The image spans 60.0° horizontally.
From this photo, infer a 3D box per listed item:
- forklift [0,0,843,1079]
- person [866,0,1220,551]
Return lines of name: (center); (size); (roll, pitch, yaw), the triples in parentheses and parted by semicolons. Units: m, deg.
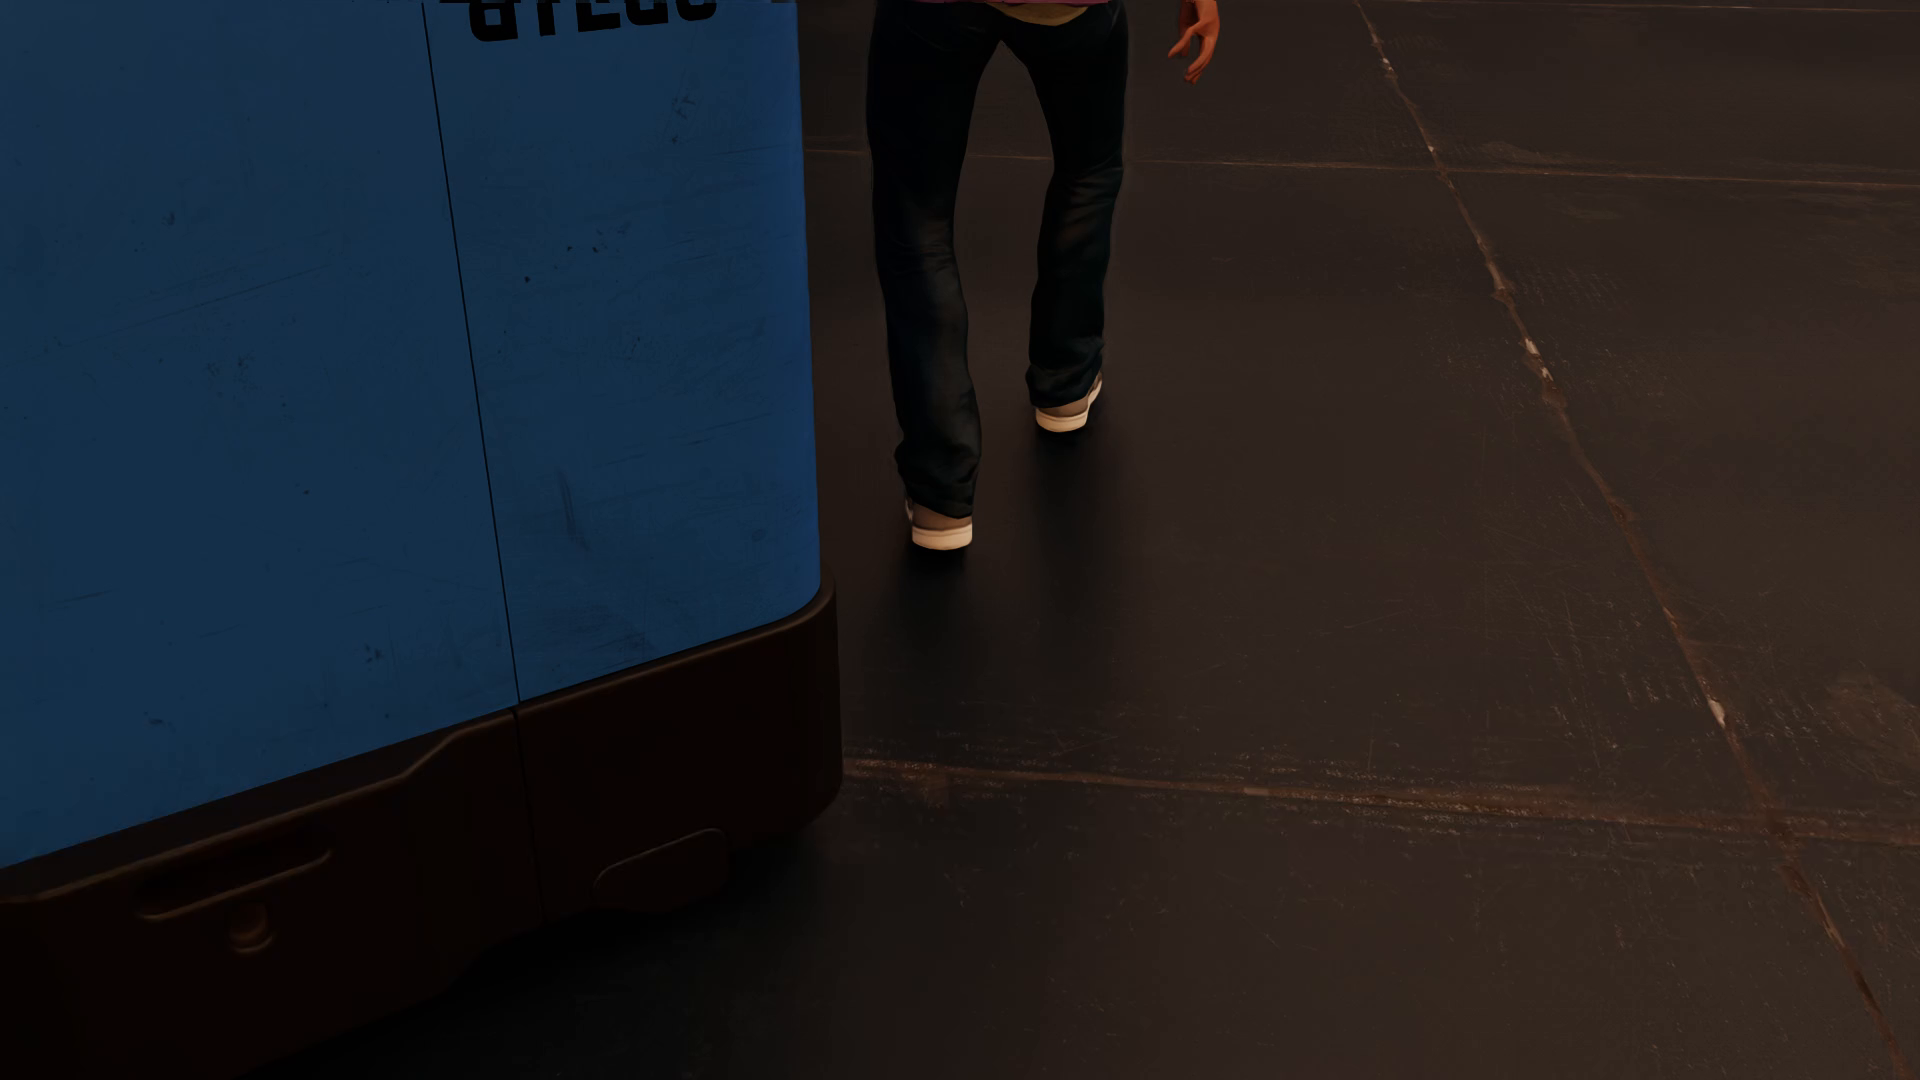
forklift: (-1.630, -0.780, 0.781); (3.031, 2.935, 1.130); (-17, 31, -31)
person: (0.094, -0.799, 2.407); (0.539, 1.524, 0.739); (-2, 27, -4)
